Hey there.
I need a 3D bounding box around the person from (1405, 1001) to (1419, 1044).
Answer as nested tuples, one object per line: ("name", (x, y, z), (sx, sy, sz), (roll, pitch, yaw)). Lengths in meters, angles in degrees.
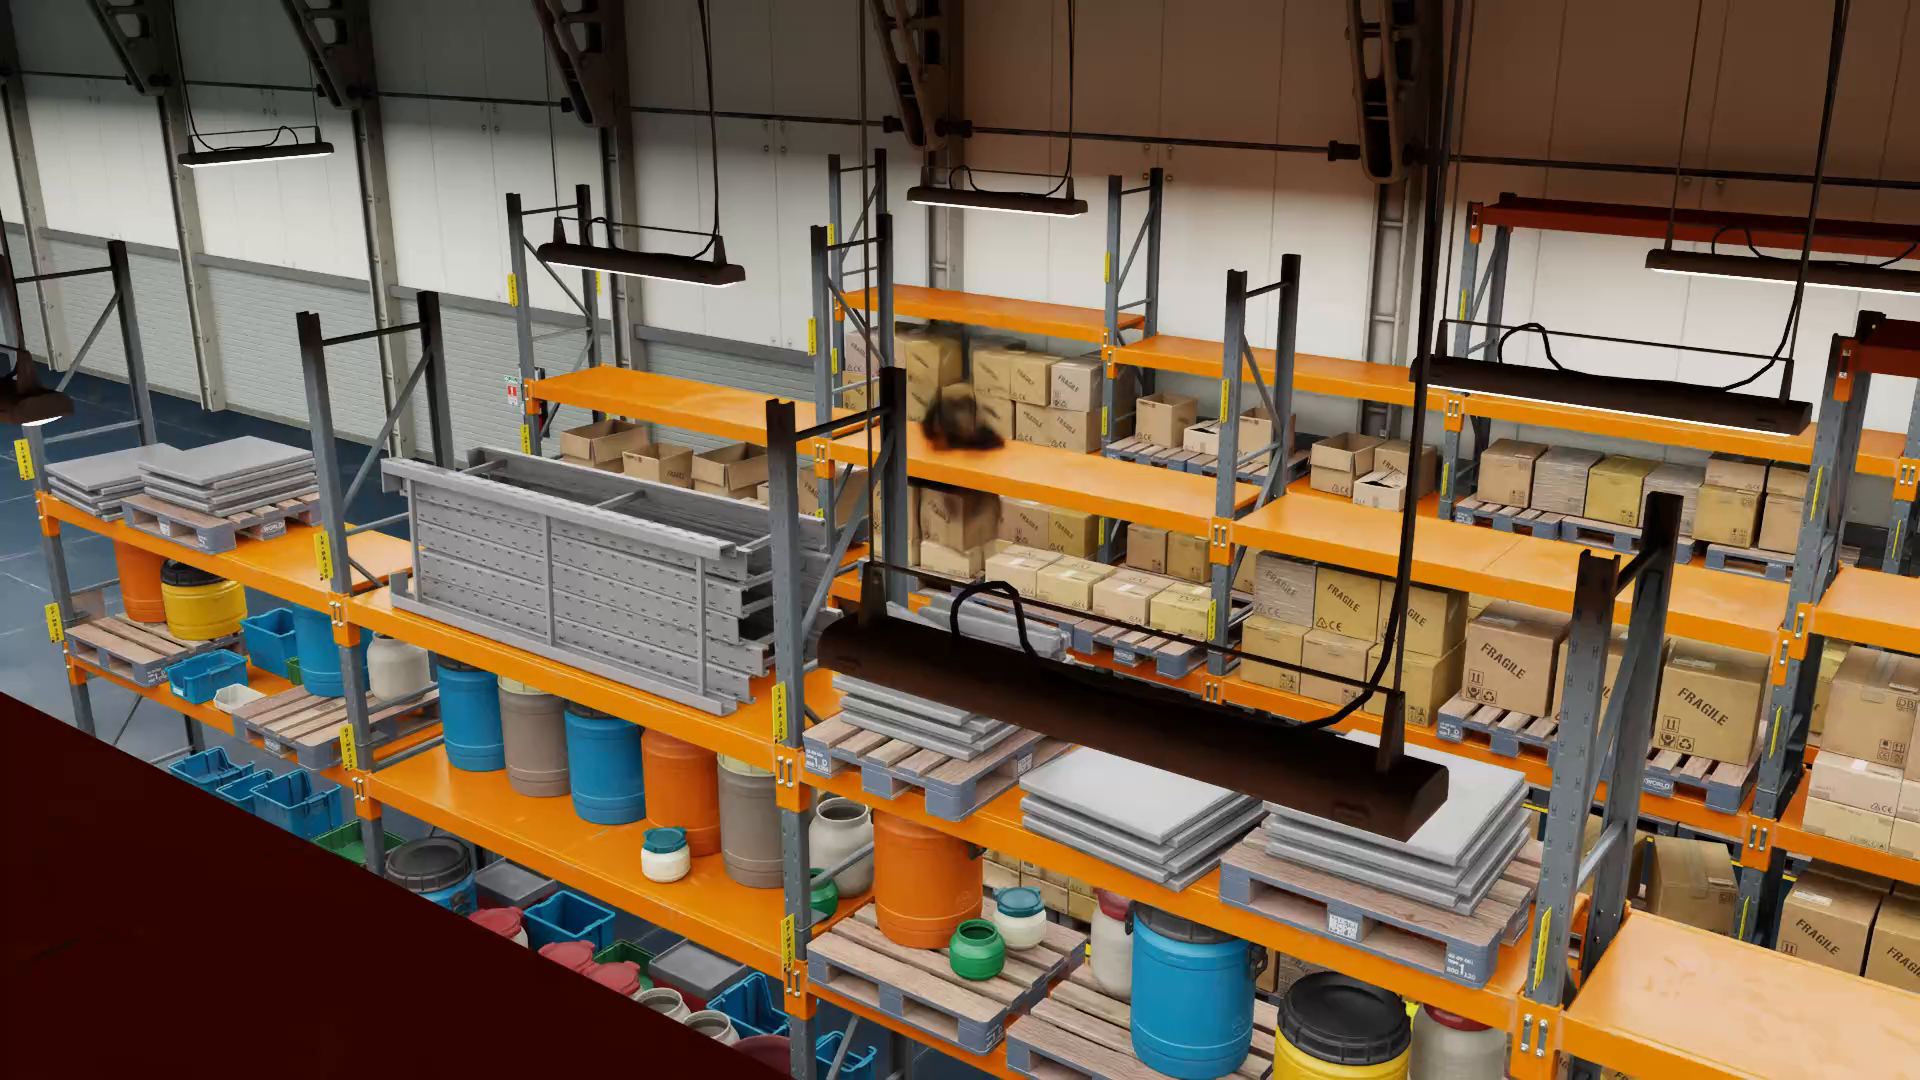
("person", (2.892, 3.830, 10.936), (0.754, 1.818, 0.676), (10, 21, 28))
